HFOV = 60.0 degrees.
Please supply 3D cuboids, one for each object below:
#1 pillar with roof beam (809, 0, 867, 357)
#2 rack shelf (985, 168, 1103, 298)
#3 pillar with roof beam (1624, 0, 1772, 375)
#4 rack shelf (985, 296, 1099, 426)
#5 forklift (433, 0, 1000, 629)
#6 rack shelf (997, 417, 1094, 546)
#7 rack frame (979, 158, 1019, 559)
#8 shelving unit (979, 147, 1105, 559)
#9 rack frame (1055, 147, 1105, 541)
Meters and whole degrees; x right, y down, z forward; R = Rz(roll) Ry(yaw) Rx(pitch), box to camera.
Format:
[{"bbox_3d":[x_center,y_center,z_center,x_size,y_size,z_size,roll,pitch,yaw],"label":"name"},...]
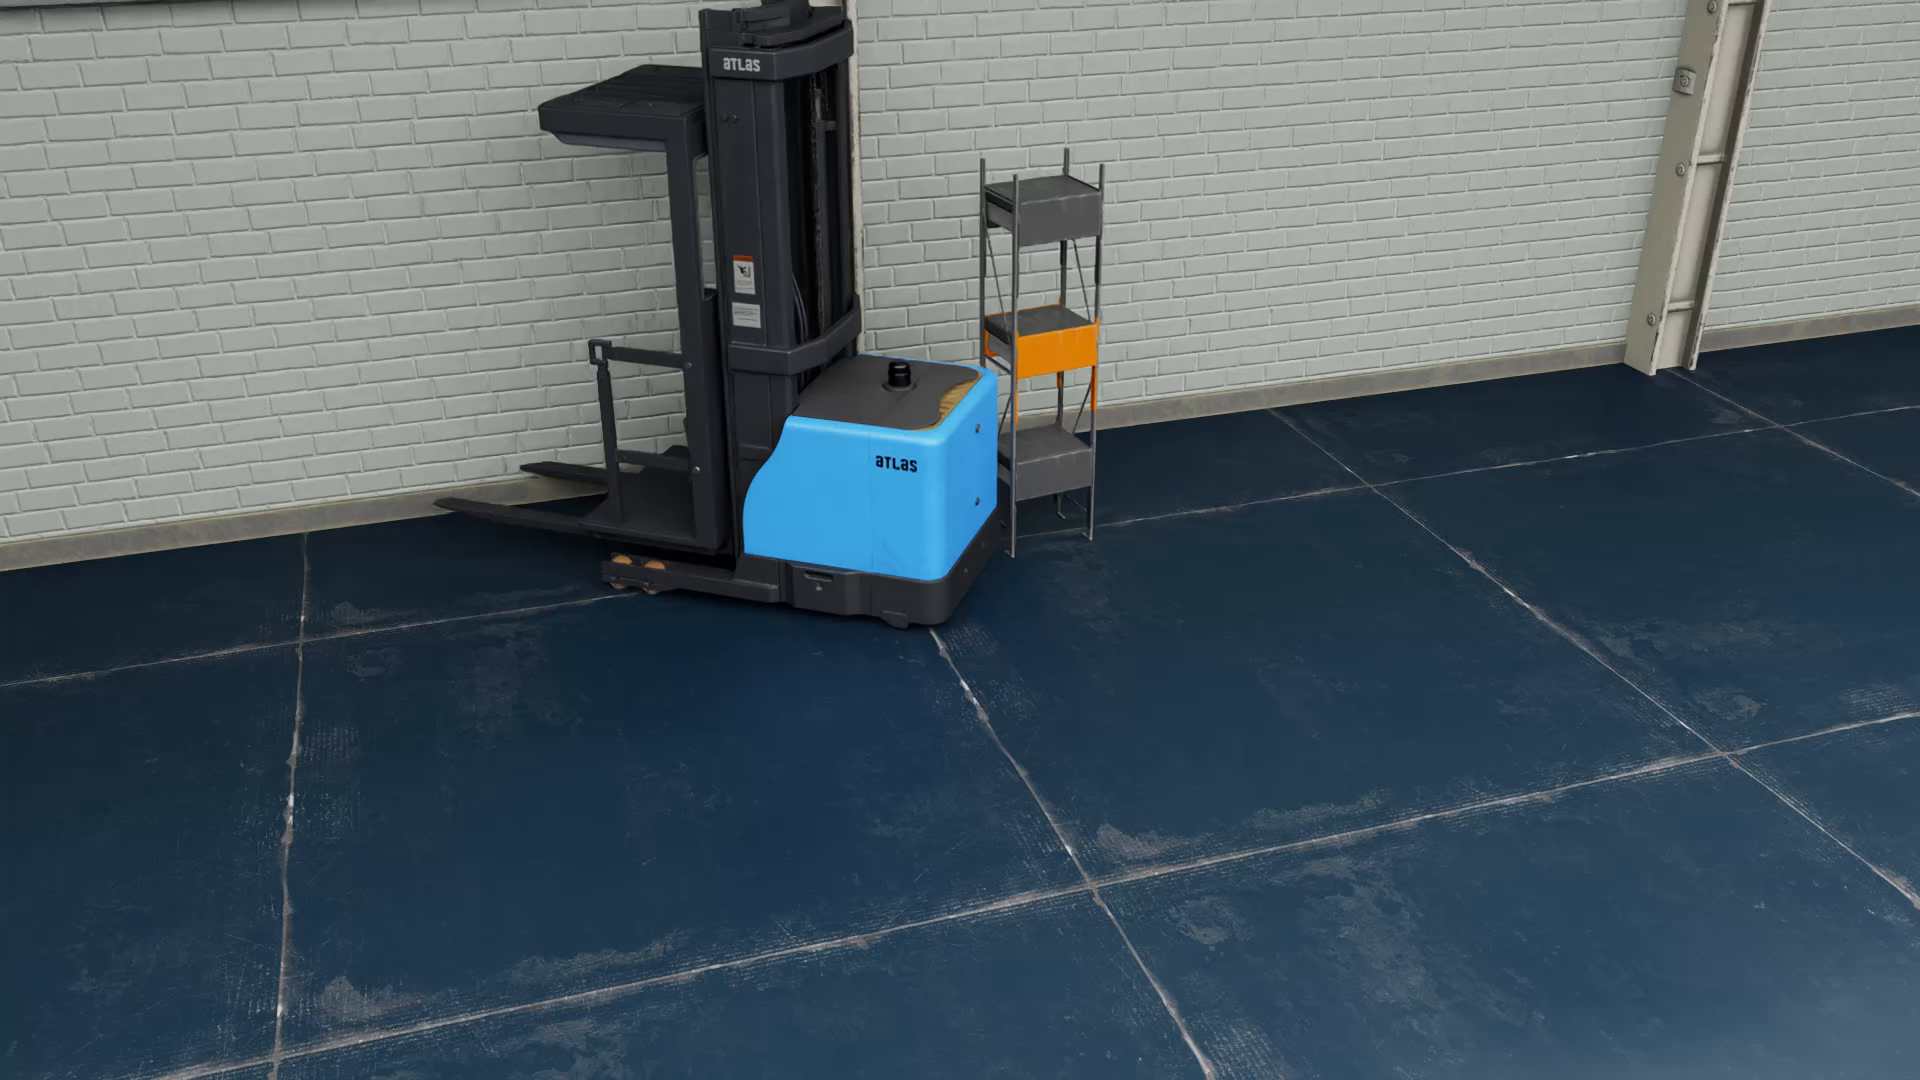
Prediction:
[{"bbox_3d":[0.556,-2.620,4.407,0.400,9.000,9.100,-8,28,-16],"label":"pillar with roof beam"},{"bbox_3d":[0.415,-1.582,8.529,0.480,0.518,0.431,-12,29,-23],"label":"rack shelf"},{"bbox_3d":[6.261,-3.446,6.072,0.400,9.000,9.100,-8,28,-16],"label":"pillar with roof beam"},{"bbox_3d":[0.417,-0.955,8.841,0.480,0.518,0.431,-12,29,-23],"label":"rack shelf"},{"bbox_3d":[-1.362,-1.247,8.465,3.031,2.935,1.130,8,28,16],"label":"forklift"},{"bbox_3d":[0.420,-0.329,9.154,0.480,0.518,0.431,-12,29,-23],"label":"rack shelf"},{"bbox_3d":[0.198,-0.919,8.740,0.015,2.100,0.400,-12,29,-23],"label":"rack frame"},{"bbox_3d":[0.417,-0.968,8.835,0.503,2.100,0.431,-12,29,-23],"label":"shelving unit"},{"bbox_3d":[0.637,-1.016,8.930,0.015,2.100,0.400,-12,29,-23],"label":"rack frame"}]
